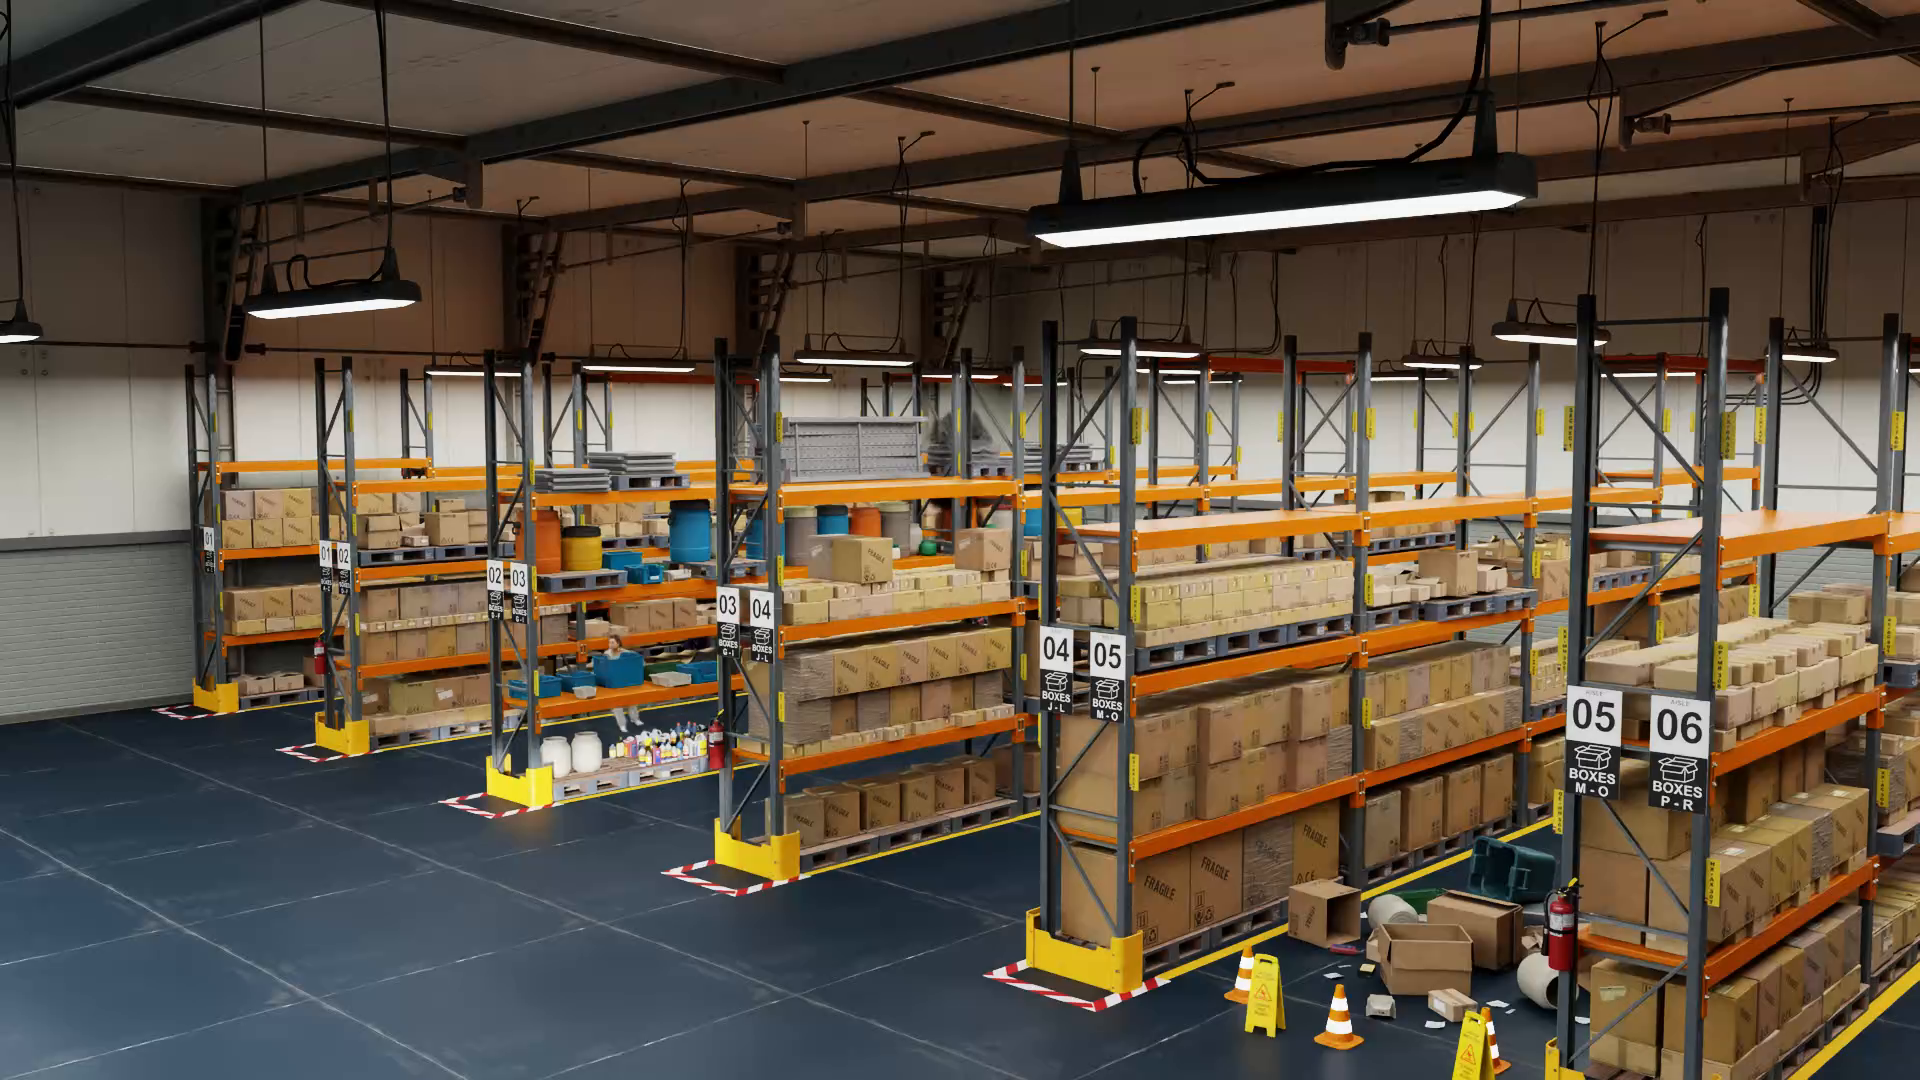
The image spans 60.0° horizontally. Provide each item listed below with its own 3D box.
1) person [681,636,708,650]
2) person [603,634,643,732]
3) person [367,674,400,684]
[{"bbox_3d":[-5.220,1.906,32.889,0.634,1.493,0.811,2,5,23],"label":"person"},{"bbox_3d":[-5.496,2.305,27.070,0.587,1.615,0.742,0,4,-1],"label":"person"},{"bbox_3d":[-9.687,2.203,27.868,0.691,1.717,0.767,0,4,2],"label":"person"}]
